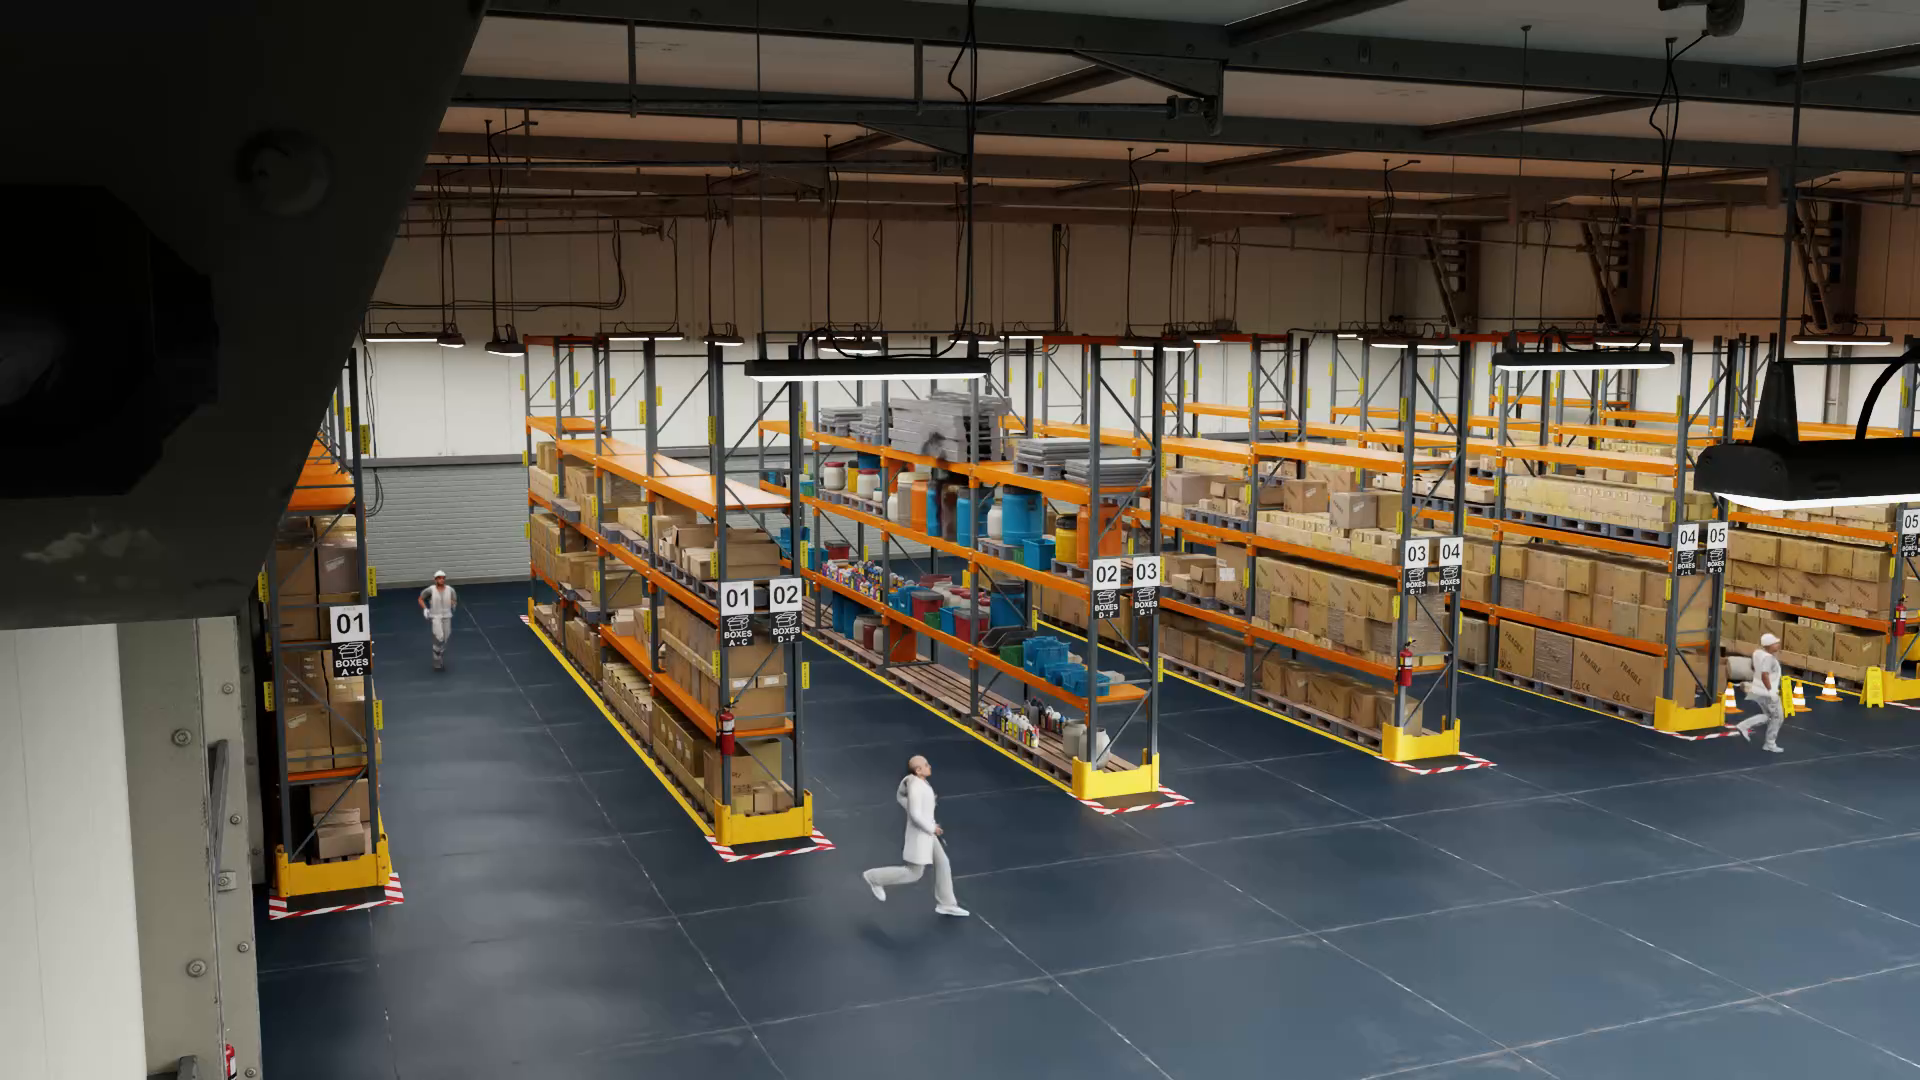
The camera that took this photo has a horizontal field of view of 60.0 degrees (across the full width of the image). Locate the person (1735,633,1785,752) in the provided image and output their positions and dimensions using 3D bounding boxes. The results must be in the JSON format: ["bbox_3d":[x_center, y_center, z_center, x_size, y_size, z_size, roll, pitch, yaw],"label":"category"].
[{"bbox_3d":[11.791,2.243,24.402,0.693,1.768,0.719,1,8,6],"label":"person"}]

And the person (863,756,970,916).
[{"bbox_3d":[-0.461,3.155,17.625,1.120,1.772,0.689,0,8,3],"label":"person"}]

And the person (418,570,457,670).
[{"bbox_3d":[-9.409,1.452,30.147,0.631,1.806,0.724,-6,9,-37],"label":"person"}]
